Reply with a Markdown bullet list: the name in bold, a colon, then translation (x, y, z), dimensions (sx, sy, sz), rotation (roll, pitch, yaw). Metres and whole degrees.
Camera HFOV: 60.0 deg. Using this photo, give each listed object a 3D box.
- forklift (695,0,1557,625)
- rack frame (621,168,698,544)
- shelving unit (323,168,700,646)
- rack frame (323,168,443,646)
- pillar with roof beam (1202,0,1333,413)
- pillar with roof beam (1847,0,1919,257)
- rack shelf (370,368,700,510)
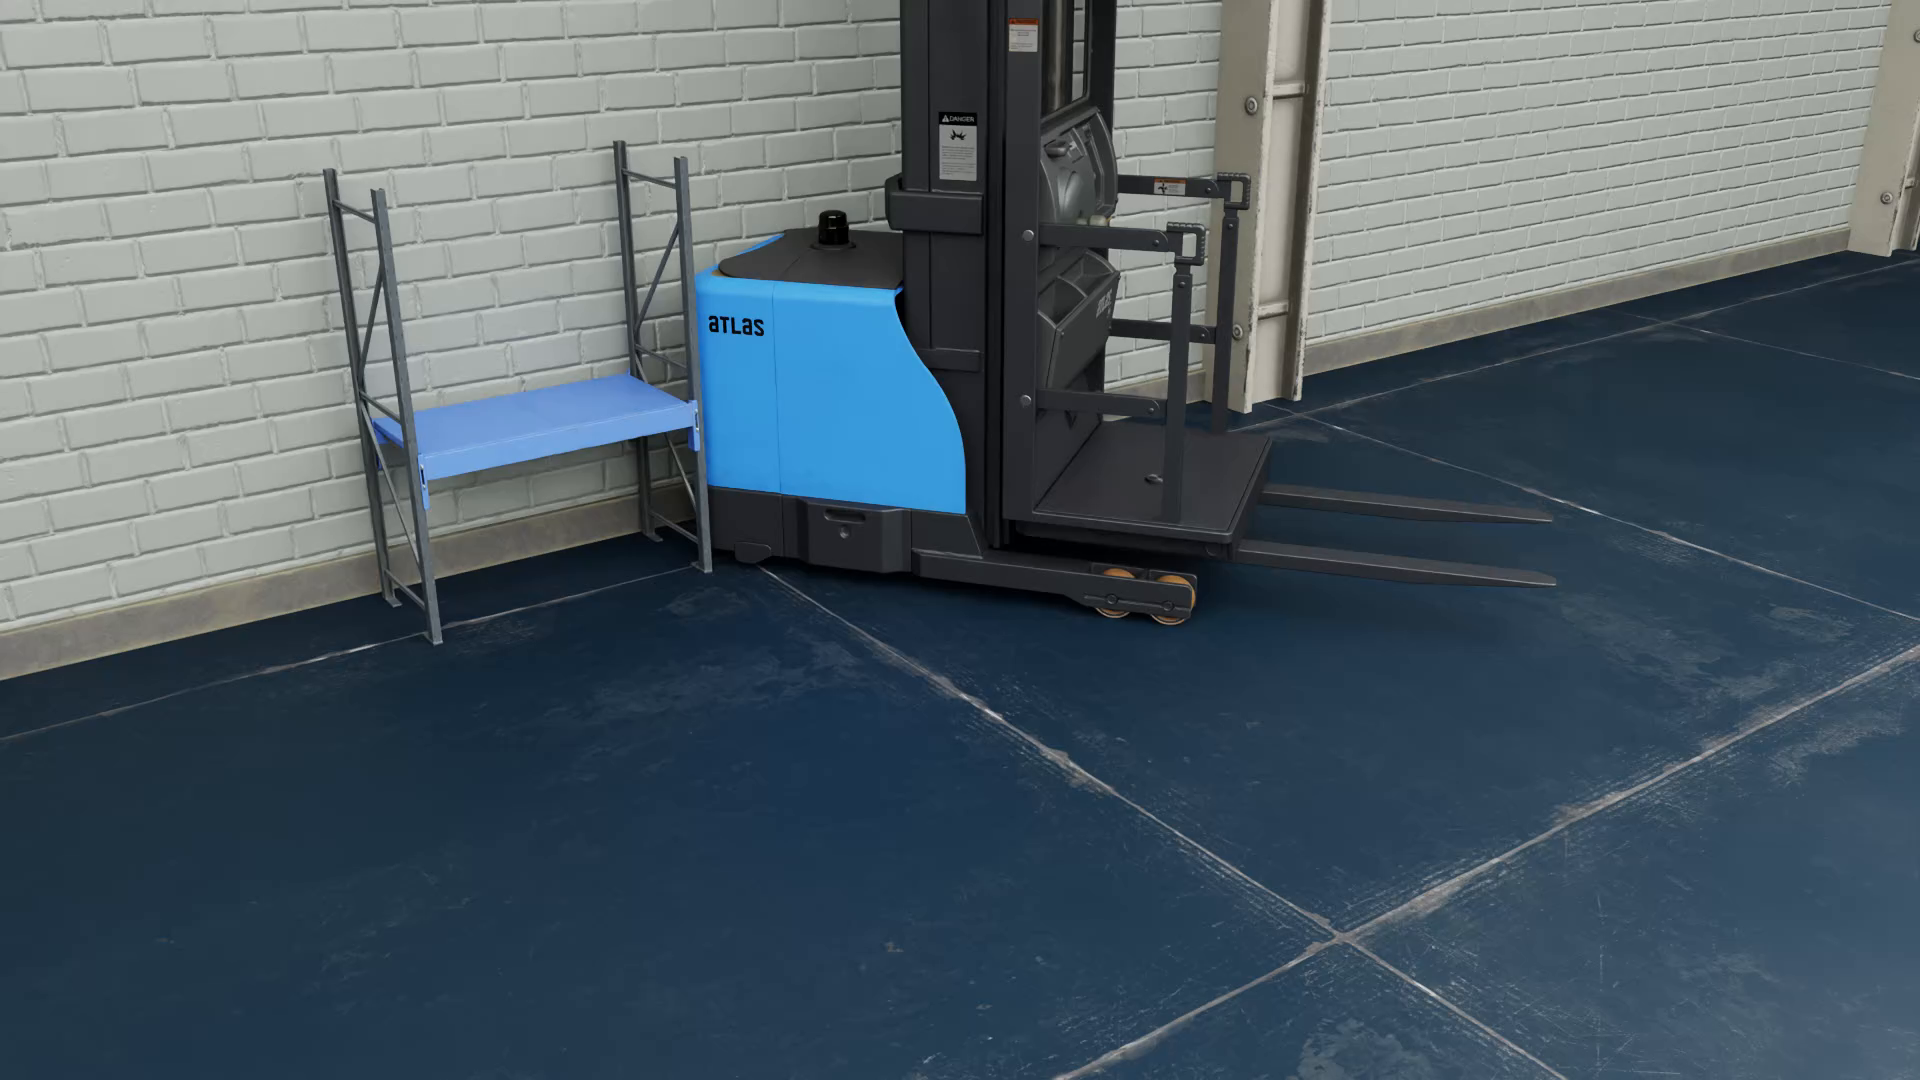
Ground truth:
- **forklift**: translation (0.601, -1.292, 5.679), dimensions (3.031, 2.935, 1.130), rotation (7, 23, 16)
- **rack frame**: translation (-1.071, -0.650, 6.001), dimensions (0.013, 1.308, 0.475), rotation (-16, 27, -34)
- **shelving unit**: translation (-1.480, -0.535, 5.714), dimensions (1.039, 1.500, 0.538), rotation (-16, 27, -34)
- **rack frame**: translation (-1.883, -0.423, 5.433), dimensions (0.032, 1.500, 0.500), rotation (-16, 27, -34)
- **pillar with roof beam**: translation (3.934, -3.575, 3.213), dimensions (0.400, 9.000, 9.100), rotation (-15, 26, -33)
- **pillar with roof beam**: translation (8.805, -4.874, 6.468), dimensions (0.400, 9.000, 9.100), rotation (-15, 26, -33)
- **rack shelf**: translation (-1.476, -0.369, 5.783), dimensions (1.000, 0.185, 0.538), rotation (-16, 27, -34)
